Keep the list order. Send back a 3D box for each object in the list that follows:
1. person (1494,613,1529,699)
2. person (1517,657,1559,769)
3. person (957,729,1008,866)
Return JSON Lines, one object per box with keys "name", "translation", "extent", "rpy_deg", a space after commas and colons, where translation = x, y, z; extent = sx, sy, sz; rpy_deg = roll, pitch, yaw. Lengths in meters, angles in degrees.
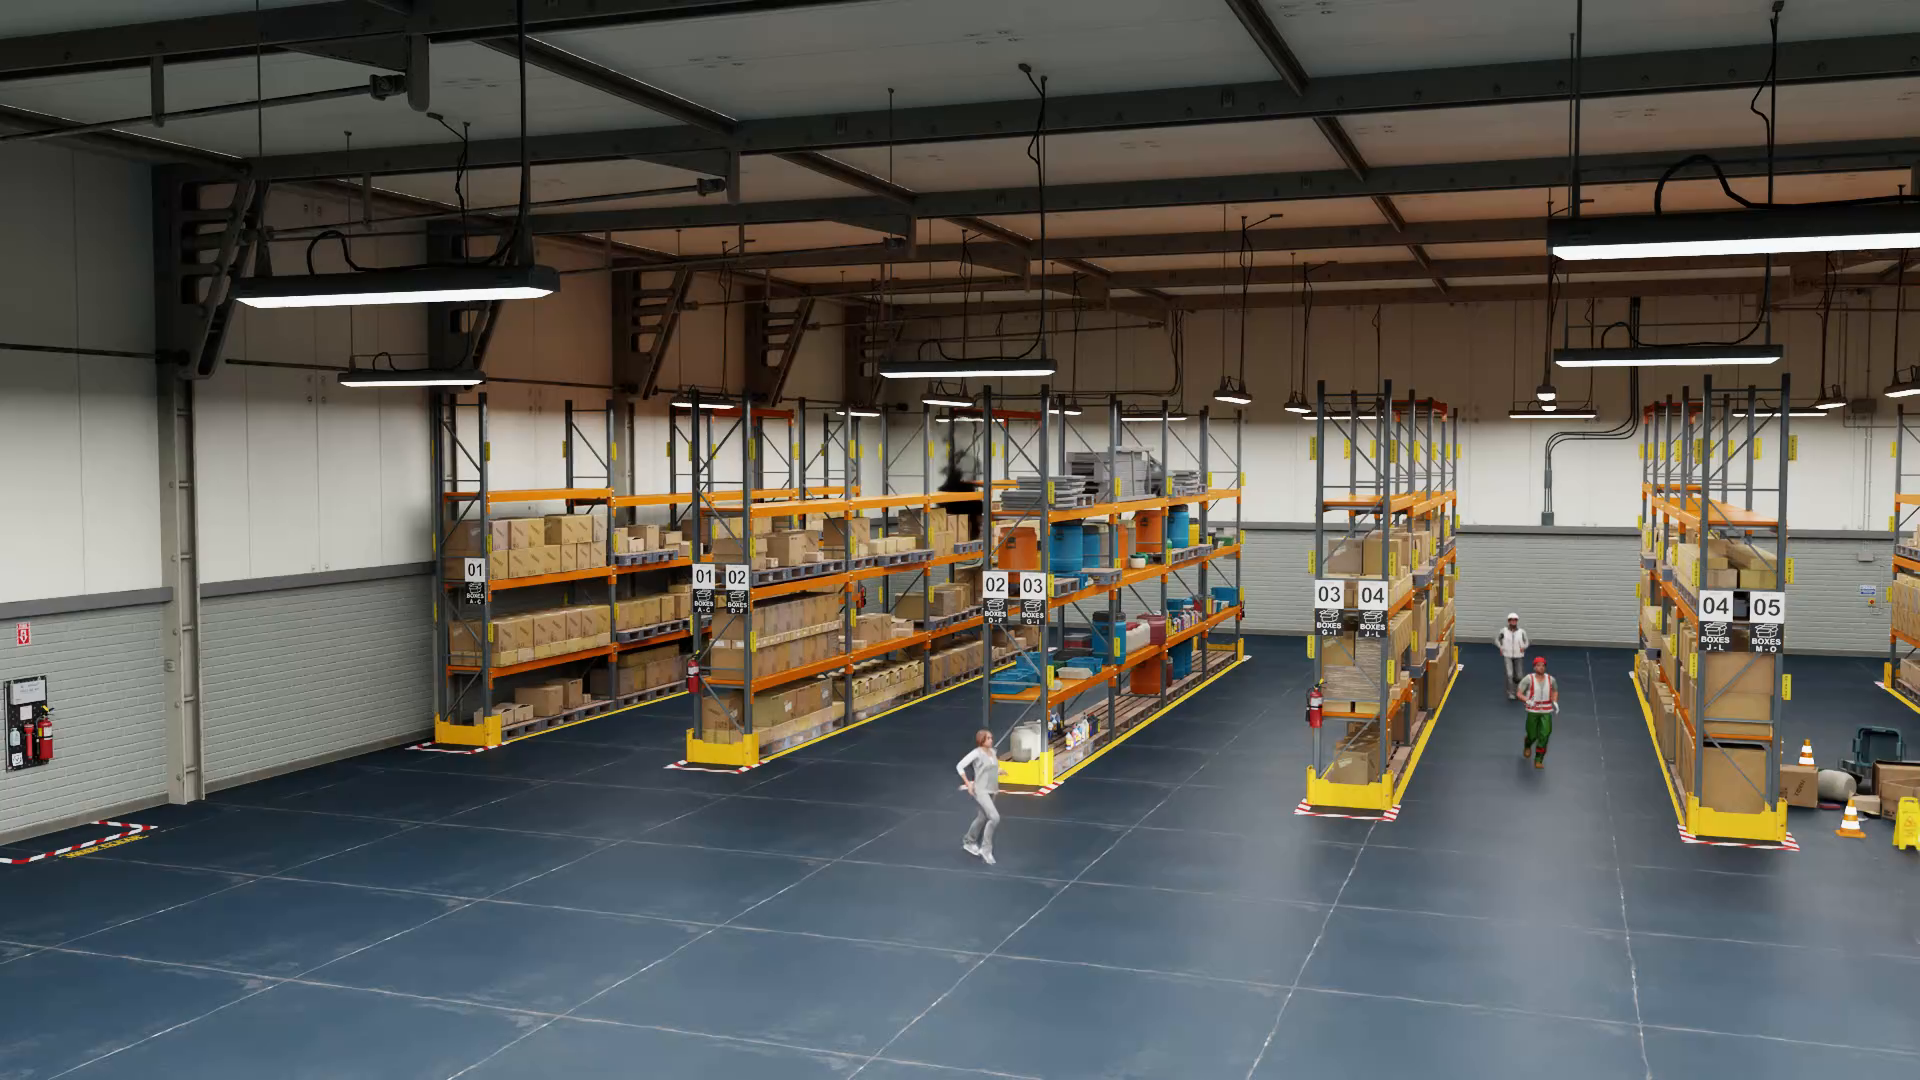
{"name": "person", "translation": [11.182, 2.345, 33.696], "extent": [0.663, 1.728, 0.704], "rpy_deg": [1, 3, 12]}
{"name": "person", "translation": [9.161, 2.721, 26.359], "extent": [0.656, 1.748, 0.712], "rpy_deg": [0, 3, 5]}
{"name": "person", "translation": [0.296, 3.134, 20.270], "extent": [0.703, 1.614, 0.503], "rpy_deg": [2, 4, 35]}
